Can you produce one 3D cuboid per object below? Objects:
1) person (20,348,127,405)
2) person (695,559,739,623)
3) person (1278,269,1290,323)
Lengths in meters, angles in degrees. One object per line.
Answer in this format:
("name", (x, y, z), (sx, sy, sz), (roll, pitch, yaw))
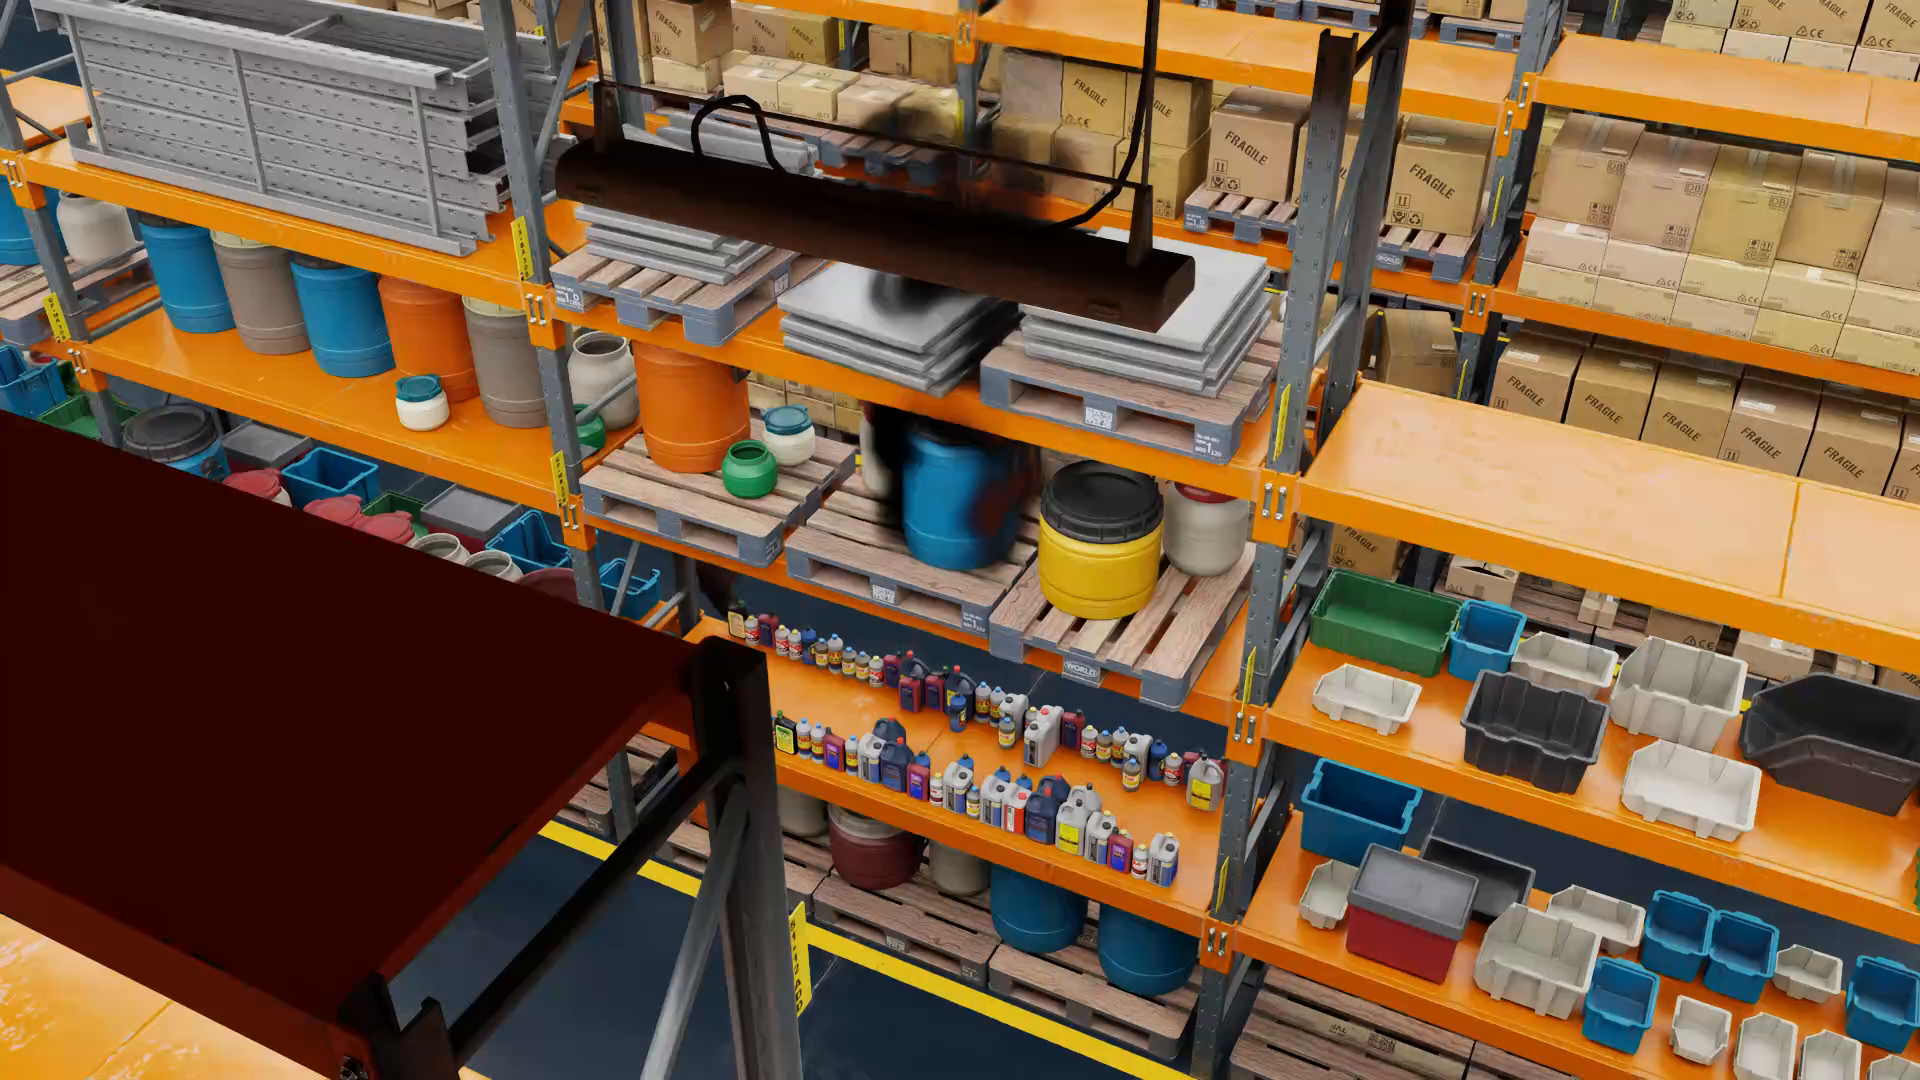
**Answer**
("person", (-7.944, -1.599, 14.646), (0.736, 1.755, 0.676), (4, 35, 5))
("person", (-1.813, 0.070, 12.238), (0.763, 1.746, 0.699), (16, 38, 22))
("person", (2.879, -1.703, 14.772), (0.563, 1.757, 0.710), (18, 39, 24))
